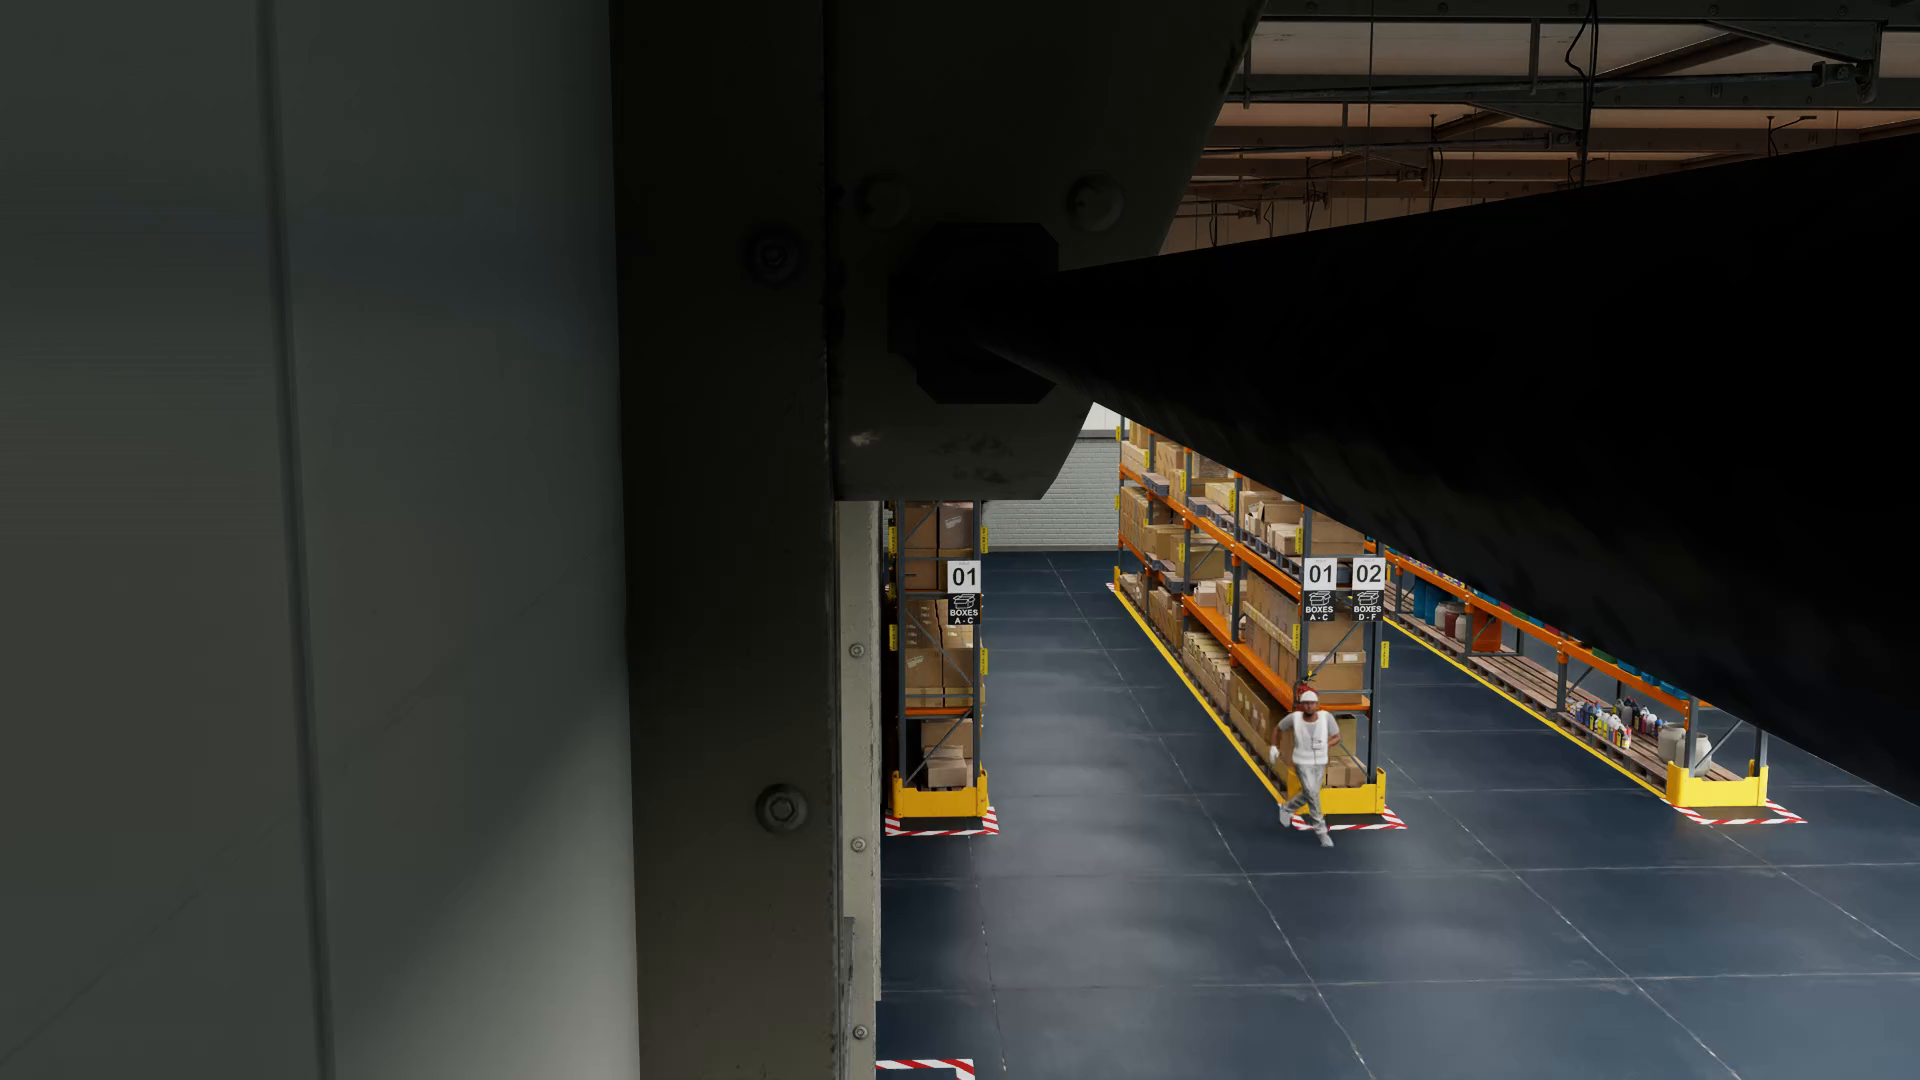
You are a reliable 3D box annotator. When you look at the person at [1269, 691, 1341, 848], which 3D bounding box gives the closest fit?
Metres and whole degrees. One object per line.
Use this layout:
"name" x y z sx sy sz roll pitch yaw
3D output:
"person" 4.092 2.657 19.618 0.765 1.796 0.846 -2 8 -14
